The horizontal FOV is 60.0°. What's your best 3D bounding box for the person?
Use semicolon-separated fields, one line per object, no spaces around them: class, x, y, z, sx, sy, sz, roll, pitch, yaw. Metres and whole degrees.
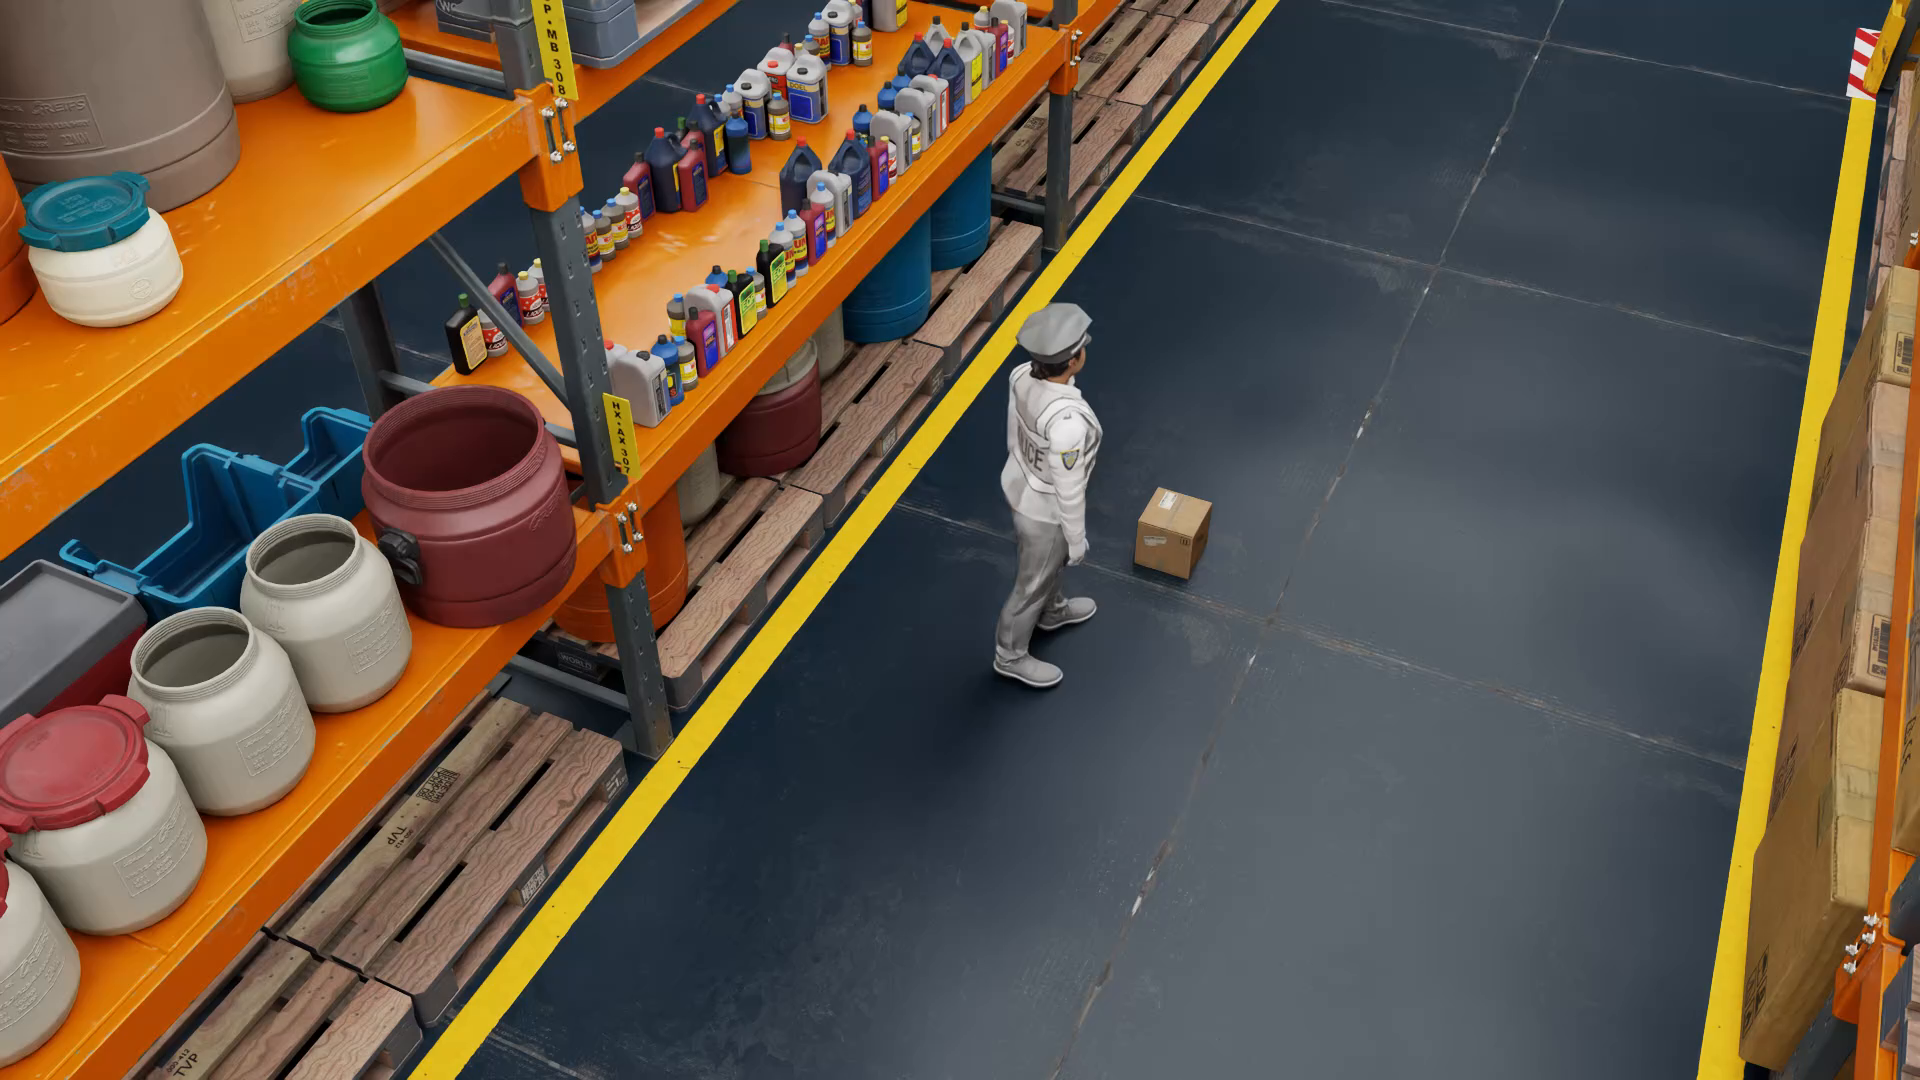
person;0.378;-0.152;6.302;0.521;1.681;0.524;-10;43;-11
